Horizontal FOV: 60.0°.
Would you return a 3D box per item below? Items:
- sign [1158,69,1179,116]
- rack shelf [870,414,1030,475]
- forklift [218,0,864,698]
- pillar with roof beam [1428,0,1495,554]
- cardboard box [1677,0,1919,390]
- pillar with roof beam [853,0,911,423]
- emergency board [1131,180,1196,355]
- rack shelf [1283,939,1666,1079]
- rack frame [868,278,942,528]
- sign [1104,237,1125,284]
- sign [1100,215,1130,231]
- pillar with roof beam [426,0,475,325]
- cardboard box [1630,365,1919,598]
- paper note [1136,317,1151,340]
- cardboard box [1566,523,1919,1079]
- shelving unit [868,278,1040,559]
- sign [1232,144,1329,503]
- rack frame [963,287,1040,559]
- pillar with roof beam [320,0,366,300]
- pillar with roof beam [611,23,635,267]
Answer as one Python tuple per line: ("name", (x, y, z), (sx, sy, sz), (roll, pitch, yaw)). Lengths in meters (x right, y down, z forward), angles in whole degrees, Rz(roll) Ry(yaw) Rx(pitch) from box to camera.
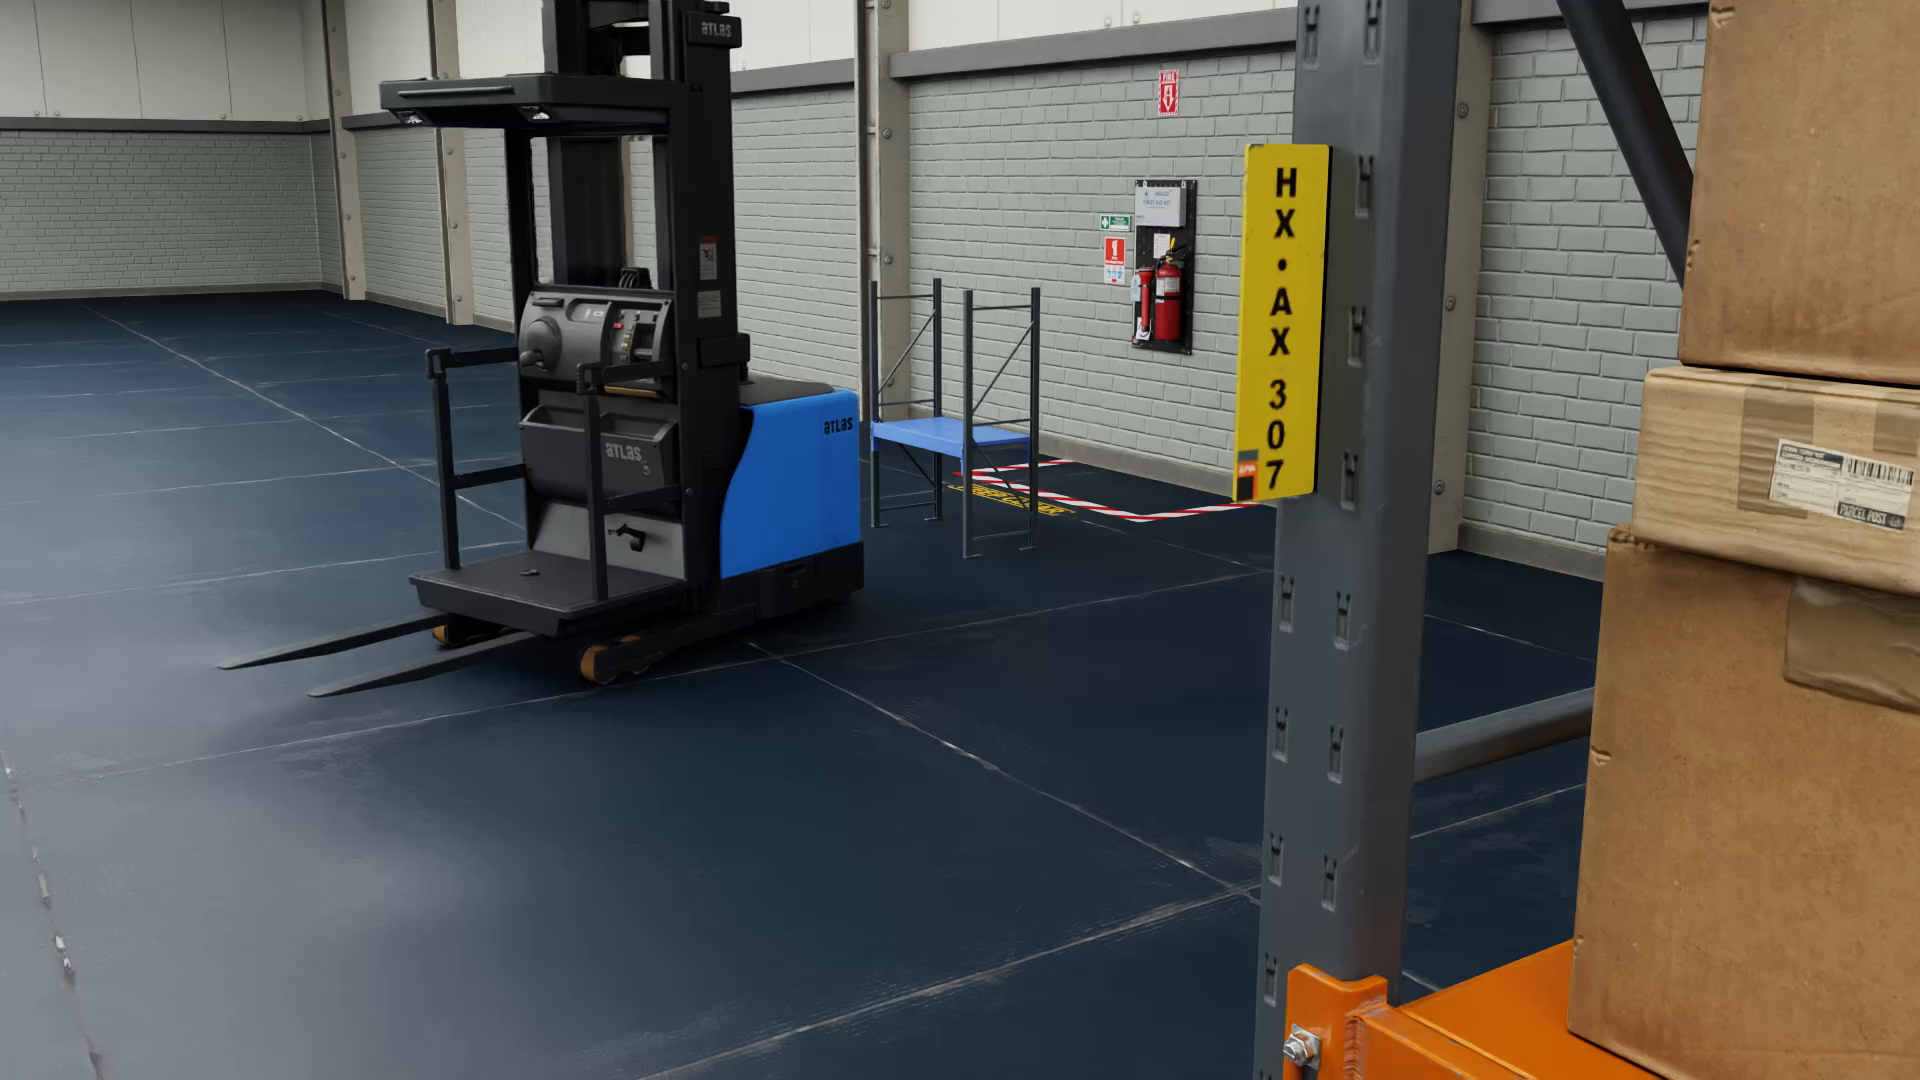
("sign", (1.408, -3.024, 11.241), (0.001, 0.298, 0.199), (-8, 15, -33))
("rack shelf", (-0.047, -0.572, 9.809), (0.538, 0.185, 1.000), (-8, 15, -33))
("forklift", (-1.763, -0.936, 7.282), (1.130, 2.935, 3.031), (9, 15, 35))
("pillar with roof beam", (-0.917, -3.855, 6.426), (9.100, 9.000, 0.400), (-8, 15, -33))
("cardboard box", (1.039, -0.391, 1.356), (0.700, 0.500, 0.500), (-8, 15, -33))
("pillar with roof beam", (-4.241, -4.922, 11.306), (9.100, 9.000, 0.400), (-8, 15, -33))
("emergency board", (1.330, -1.878, 11.428), (0.194, 1.169, 0.643), (-8, 15, -33))
("rack shelf", (1.870, 0.905, 0.385), (1.077, 0.370, 4.000), (-8, 15, -33))
("rack frame", (-0.329, -0.838, 10.184), (0.500, 1.500, 0.032), (-8, 15, -33))
("sign", (1.109, -2.006, 11.929), (0.001, 0.329, 0.234), (-8, 15, -33))
("sign", (1.104, -2.263, 11.864), (0.001, 0.109, 0.331), (-8, 15, -33))
("pillar with roof beam", (-10.889, -7.056, 21.065), (9.100, 9.000, 0.400), (-8, 15, -33))
("cardboard box", (0.800, -0.072, 1.419), (0.380, 0.149, 0.250), (-8, 15, -33))
("paper note", (1.289, -1.487, 11.703), (0.016, 0.148, 0.142), (-8, 15, -33))
("cardboard box", (1.010, 0.234, 1.537), (0.700, 0.500, 0.500), (-8, 15, -33))
("shelving unit", (-0.047, -0.748, 9.771), (0.538, 1.500, 1.048), (-8, 15, -33))
("sign", (0.296, -0.199, 1.538), (0.100, 0.325, 0.005), (-8, 15, -33))
("rack frame", (0.234, -0.657, 9.357), (0.500, 1.500, 0.032), (-8, 15, -33))
("pillar with roof beam", (-14.214, -8.123, 25.945), (9.100, 9.000, 0.400), (-8, 15, -33))
("pillar with roof beam", (-7.565, -5.989, 16.185), (9.100, 9.000, 0.400), (-8, 15, -33))
